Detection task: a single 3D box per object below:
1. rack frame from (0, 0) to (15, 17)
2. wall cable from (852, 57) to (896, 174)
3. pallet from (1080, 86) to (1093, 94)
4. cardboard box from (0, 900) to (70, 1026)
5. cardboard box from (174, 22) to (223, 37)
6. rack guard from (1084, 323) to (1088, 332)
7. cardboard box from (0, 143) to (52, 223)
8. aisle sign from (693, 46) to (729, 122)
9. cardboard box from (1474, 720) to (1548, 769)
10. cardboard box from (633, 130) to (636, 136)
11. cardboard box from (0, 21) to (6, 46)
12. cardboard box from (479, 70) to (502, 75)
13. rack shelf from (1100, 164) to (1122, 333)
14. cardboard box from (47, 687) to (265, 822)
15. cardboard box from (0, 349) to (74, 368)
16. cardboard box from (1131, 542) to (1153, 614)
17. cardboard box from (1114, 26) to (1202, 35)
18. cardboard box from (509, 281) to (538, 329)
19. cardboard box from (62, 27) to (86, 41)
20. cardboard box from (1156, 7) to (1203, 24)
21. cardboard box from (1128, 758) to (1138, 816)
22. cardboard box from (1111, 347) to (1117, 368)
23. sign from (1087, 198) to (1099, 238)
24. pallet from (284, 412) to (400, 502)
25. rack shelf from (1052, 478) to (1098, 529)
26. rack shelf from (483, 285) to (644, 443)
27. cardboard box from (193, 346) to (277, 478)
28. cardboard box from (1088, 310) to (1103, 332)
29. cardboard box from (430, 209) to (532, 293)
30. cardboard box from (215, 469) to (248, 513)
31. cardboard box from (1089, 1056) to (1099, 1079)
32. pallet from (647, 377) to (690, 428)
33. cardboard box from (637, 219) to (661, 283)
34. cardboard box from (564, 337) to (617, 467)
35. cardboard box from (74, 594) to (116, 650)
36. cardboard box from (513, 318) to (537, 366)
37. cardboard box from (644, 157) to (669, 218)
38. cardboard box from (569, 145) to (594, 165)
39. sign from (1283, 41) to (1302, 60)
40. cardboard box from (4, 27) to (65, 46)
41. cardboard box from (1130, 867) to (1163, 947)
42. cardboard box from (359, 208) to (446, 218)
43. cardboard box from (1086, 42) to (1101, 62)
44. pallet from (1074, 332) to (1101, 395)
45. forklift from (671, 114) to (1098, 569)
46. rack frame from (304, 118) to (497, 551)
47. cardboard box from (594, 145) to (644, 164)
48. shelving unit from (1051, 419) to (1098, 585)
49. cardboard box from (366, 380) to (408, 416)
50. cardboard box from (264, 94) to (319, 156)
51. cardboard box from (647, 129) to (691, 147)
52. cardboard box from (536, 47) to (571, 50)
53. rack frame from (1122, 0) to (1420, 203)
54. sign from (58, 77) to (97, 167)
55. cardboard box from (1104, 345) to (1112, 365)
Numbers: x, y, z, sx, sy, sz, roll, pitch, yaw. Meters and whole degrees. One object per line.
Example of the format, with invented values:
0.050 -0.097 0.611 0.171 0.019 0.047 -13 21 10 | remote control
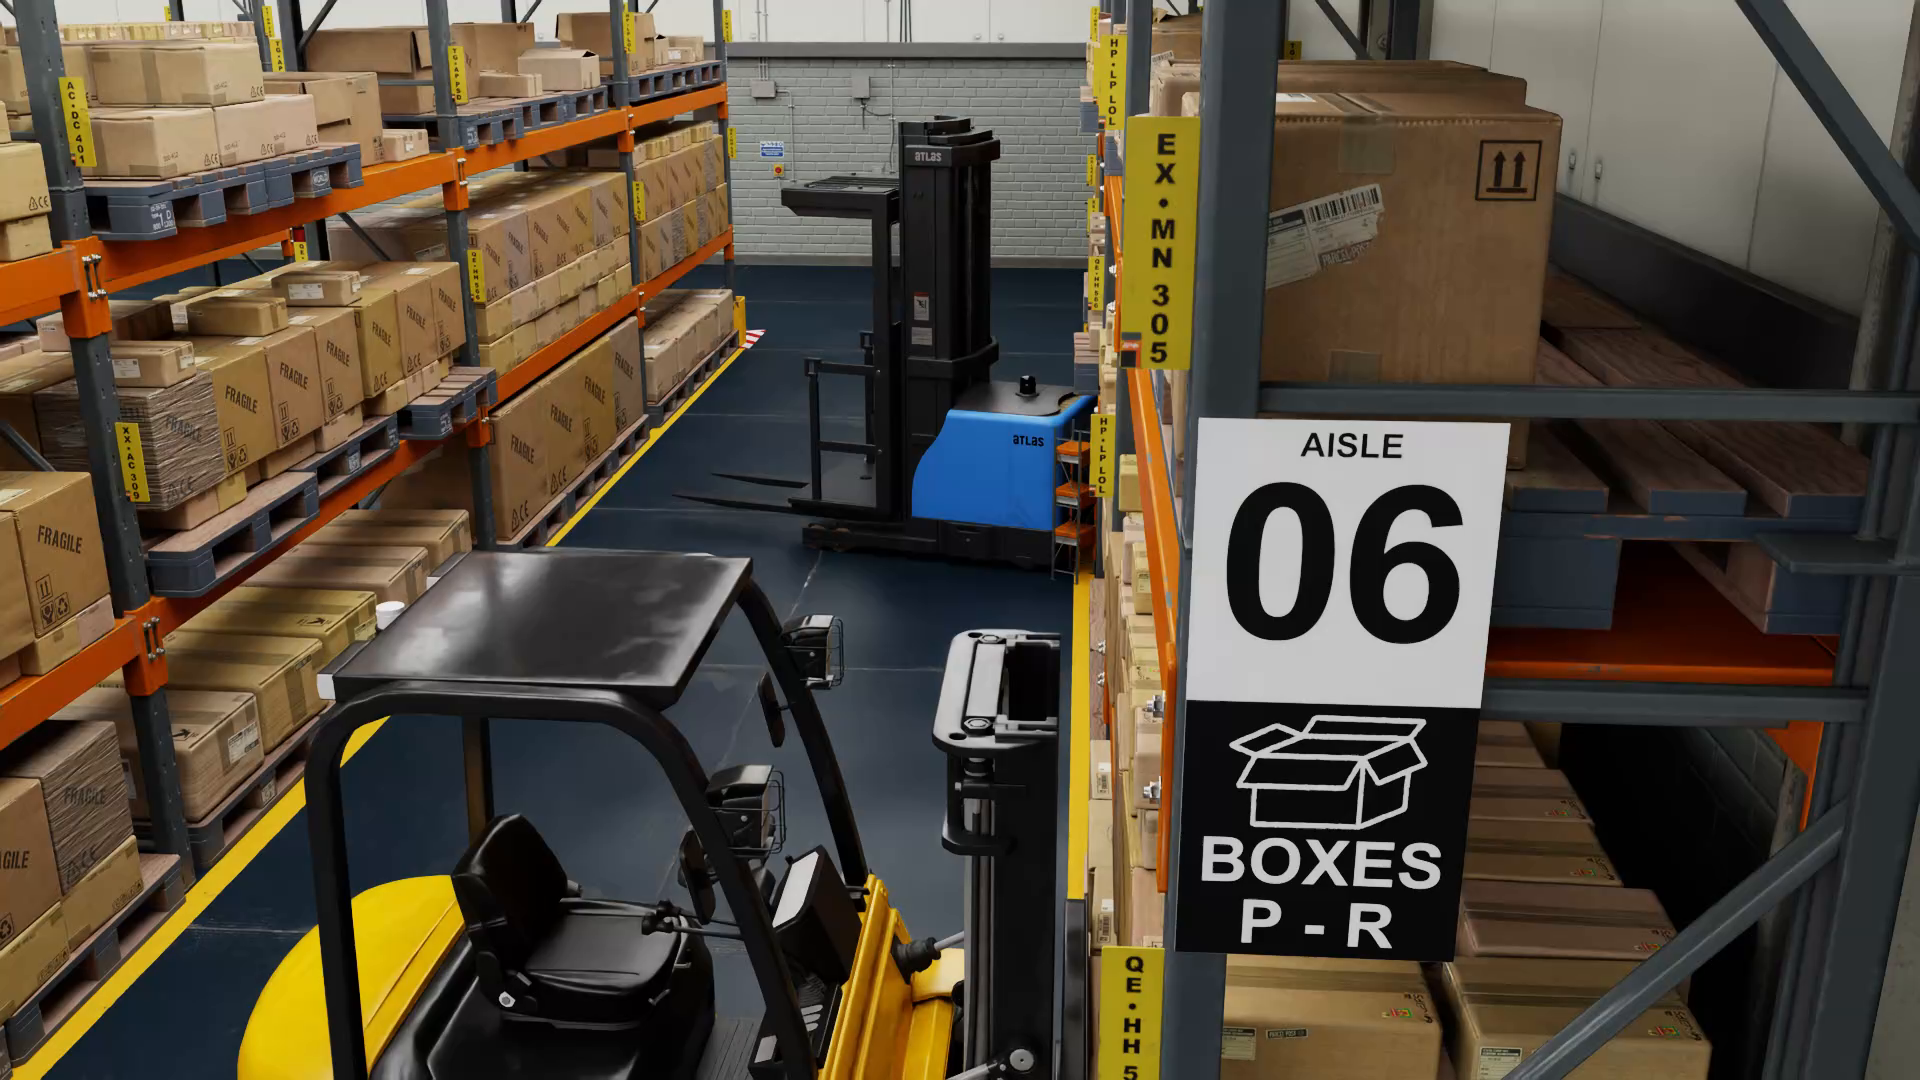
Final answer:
-8.233 -5.324 13.718 1.000 3.000 0.127 1 18 4 | rack frame
-1.205 -5.843 23.305 0.588 1.984 0.122 1 18 4 | wall cable
1.546 -3.419 13.025 1.213 0.211 1.003 1 18 4 | pallet
-3.664 1.553 6.107 0.500 0.250 0.500 1 18 2 | cardboard box
-7.810 -5.232 17.055 0.380 0.149 0.250 1 18 2 | cardboard box
1.944 -2.315 18.185 1.175 0.500 0.348 1 18 4 | rack guard
-3.625 -1.261 5.900 0.500 0.250 0.500 1 18 3 | cardboard box
-2.687 -4.887 17.845 0.394 0.787 0.004 1 18 4 | aisle sign
1.123 0.524 3.825 0.380 0.149 0.250 2 18 6 | cardboard box
-3.411 -3.960 16.384 0.380 0.149 0.250 1 18 4 | cardboard box
-8.370 -4.030 13.753 0.700 0.500 0.500 1 18 4 | cardboard box
-3.728 -3.522 12.739 0.380 0.166 0.250 0 18 0 | cardboard box
1.233 -1.504 8.034 1.077 0.370 4.000 1 18 4 | rack shelf
-3.827 0.977 7.669 0.950 0.372 0.625 2 18 5 | cardboard box
-4.023 -0.600 7.624 0.500 0.500 0.500 1 18 4 | cardboard box
0.720 0.117 5.068 0.380 0.149 0.250 1 18 3 | cardboard box
1.145 -2.383 8.566 0.700 0.500 0.500 1 18 3 | cardboard box
-3.254 -1.630 11.518 0.500 0.250 0.500 2 18 5 | cardboard box
-7.918 -4.423 14.584 0.380 0.149 0.250 1 18 2 | cardboard box
1.723 -3.996 12.909 0.396 0.266 0.258 1 18 4 | cardboard box
0.615 0.574 4.151 0.380 0.149 0.250 1 18 4 | cardboard box
0.977 -0.904 8.662 0.380 0.149 0.250 2 18 5 | cardboard box
1.121 -2.705 13.971 0.100 0.325 0.005 1 18 4 | sign
-3.676 -0.444 8.770 1.003 0.211 1.213 1 18 4 | pallet
0.761 -0.241 11.005 0.215 0.259 0.240 11 21 30 | rack shelf
-3.432 -1.431 12.627 1.077 0.370 4.000 1 18 4 | rack shelf
-3.507 -0.592 7.601 0.500 0.500 0.500 1 18 4 | cardboard box
1.129 -1.505 11.265 0.500 0.250 0.500 0 18 1 | cardboard box
-3.270 -1.976 11.370 0.500 0.500 0.500 1 18 4 | cardboard box
-3.481 -0.231 7.540 0.380 0.149 0.250 2 18 5 | cardboard box
0.581 1.609 4.330 0.500 0.250 0.500 2 18 5 | cardboard box
-3.156 -1.303 15.561 1.003 0.211 1.213 1 18 4 | pallet
-2.994 -2.581 14.822 0.500 0.500 0.500 2 18 6 | cardboard box
-3.310 -1.108 13.227 0.875 0.875 0.875 2 18 6 | cardboard box
-3.581 0.317 6.542 0.380 0.149 0.250 1 18 3 | cardboard box
-3.270 -1.386 11.577 0.500 0.250 0.500 1 18 2 | cardboard box
-2.970 -3.216 15.153 0.500 0.500 0.500 1 18 3 | cardboard box
-3.457 -3.407 14.695 0.380 0.149 0.250 2 18 5 | cardboard box
1.929 -2.736 9.679 0.100 0.325 0.005 1 18 4 | sign
-7.971 -4.339 14.328 0.380 0.149 0.250 1 18 3 | cardboard box
0.622 1.076 3.662 0.500 0.500 0.500 2 18 6 | cardboard box
-3.770 -2.000 11.443 0.500 0.500 0.500 2 18 5 | cardboard box
1.204 -3.896 13.268 0.380 0.149 0.250 2 18 6 | cardboard box
1.355 -1.163 10.962 1.213 0.211 1.003 1 18 4 | pallet
-0.587 -1.457 11.664 3.031 2.935 1.130 6 19 18 | forklift
-3.575 -1.151 10.620 1.000 3.000 0.127 1 18 4 | rack frame
-3.005 -3.397 14.664 0.380 0.149 0.250 2 18 5 | cardboard box
0.761 -0.251 11.002 0.215 1.050 0.252 11 21 30 | shelving unit
-3.316 -0.797 9.266 0.380 0.149 0.250 2 18 5 | cardboard box
-3.371 -1.950 7.805 0.500 0.250 0.500 1 18 3 | cardboard box
-2.864 -3.953 16.363 0.380 0.149 0.250 2 18 5 | cardboard box
-3.562 -4.208 14.511 0.396 0.266 0.258 2 18 6 | cardboard box
1.089 -2.650 5.559 1.000 3.000 0.127 1 18 4 | rack frame
-3.320 -1.570 6.251 0.100 0.325 0.005 1 18 4 | sign
1.063 -0.920 9.352 0.500 0.250 0.500 2 18 6 | cardboard box
